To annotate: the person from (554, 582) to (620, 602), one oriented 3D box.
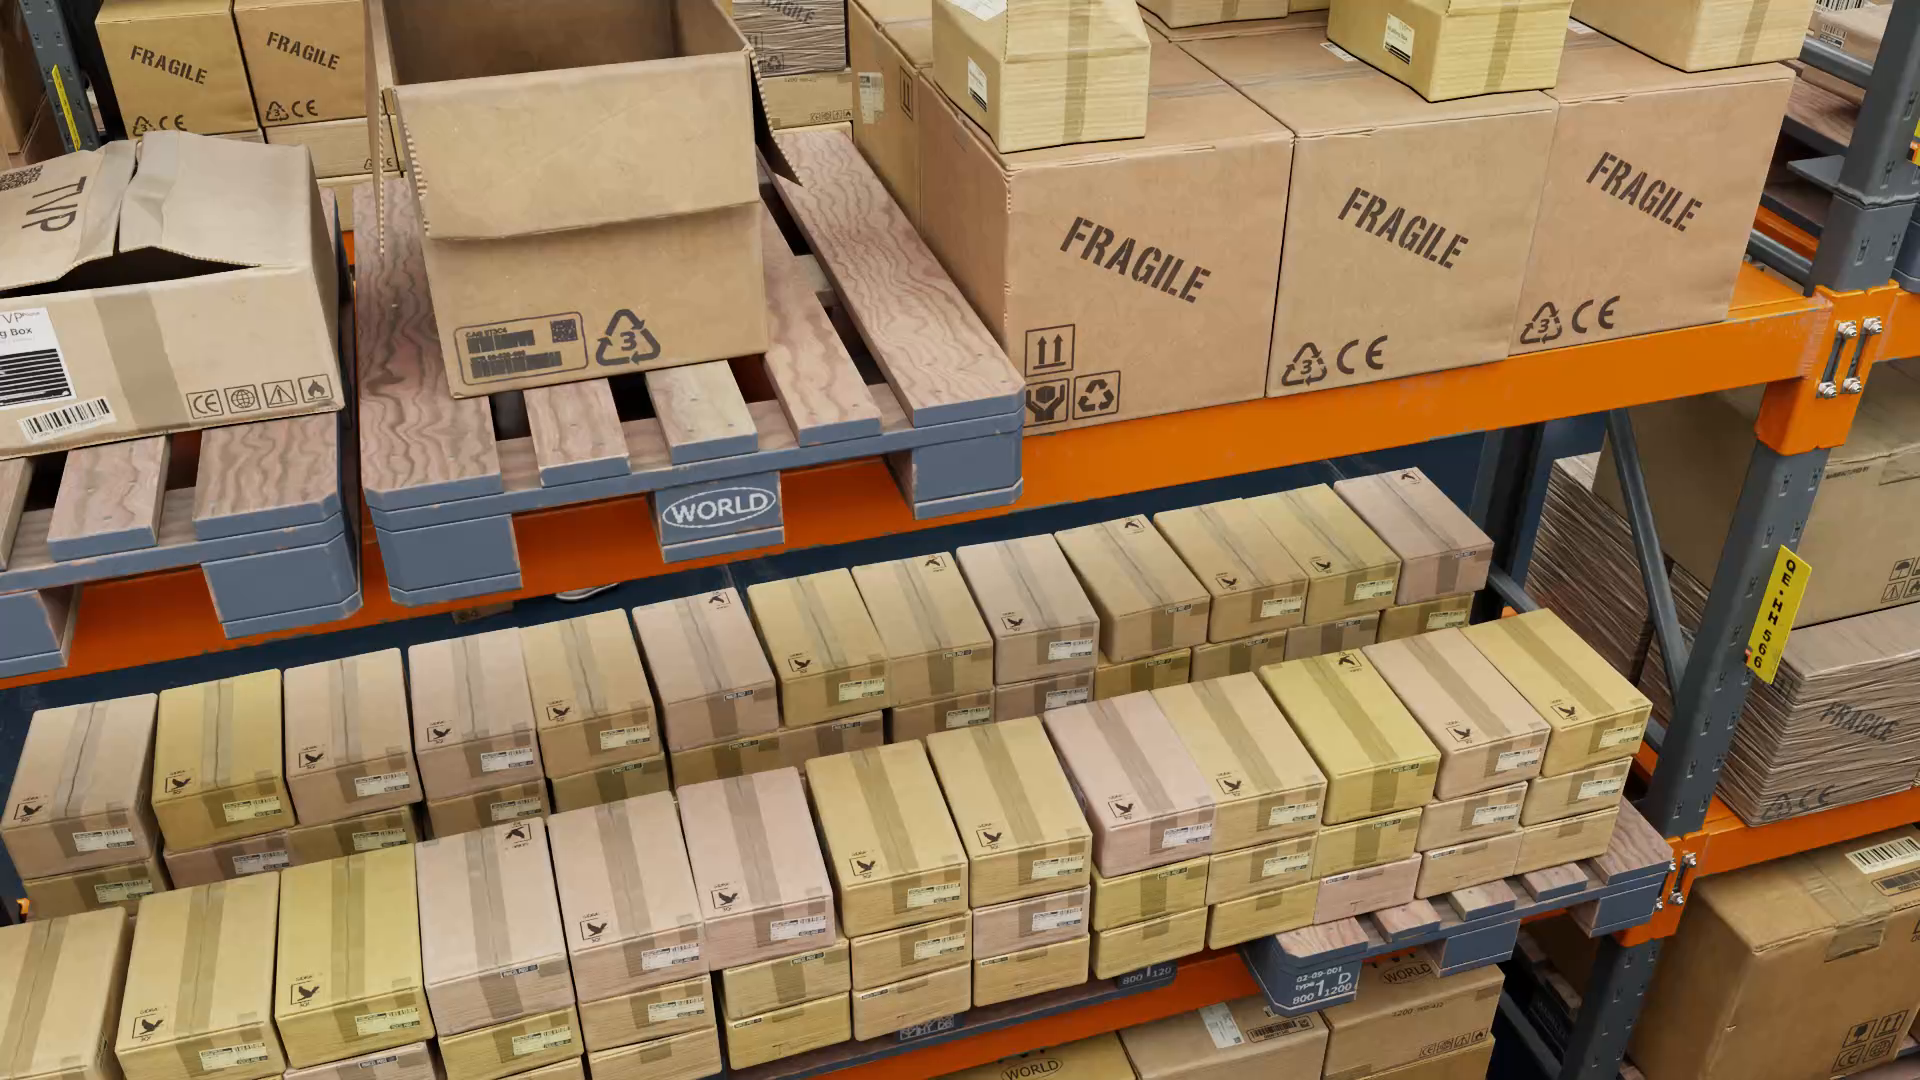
[{"bbox_3d":[-1.886,-0.452,6.854,0.739,1.602,0.639,-13,36,-19],"label":"person"}]
